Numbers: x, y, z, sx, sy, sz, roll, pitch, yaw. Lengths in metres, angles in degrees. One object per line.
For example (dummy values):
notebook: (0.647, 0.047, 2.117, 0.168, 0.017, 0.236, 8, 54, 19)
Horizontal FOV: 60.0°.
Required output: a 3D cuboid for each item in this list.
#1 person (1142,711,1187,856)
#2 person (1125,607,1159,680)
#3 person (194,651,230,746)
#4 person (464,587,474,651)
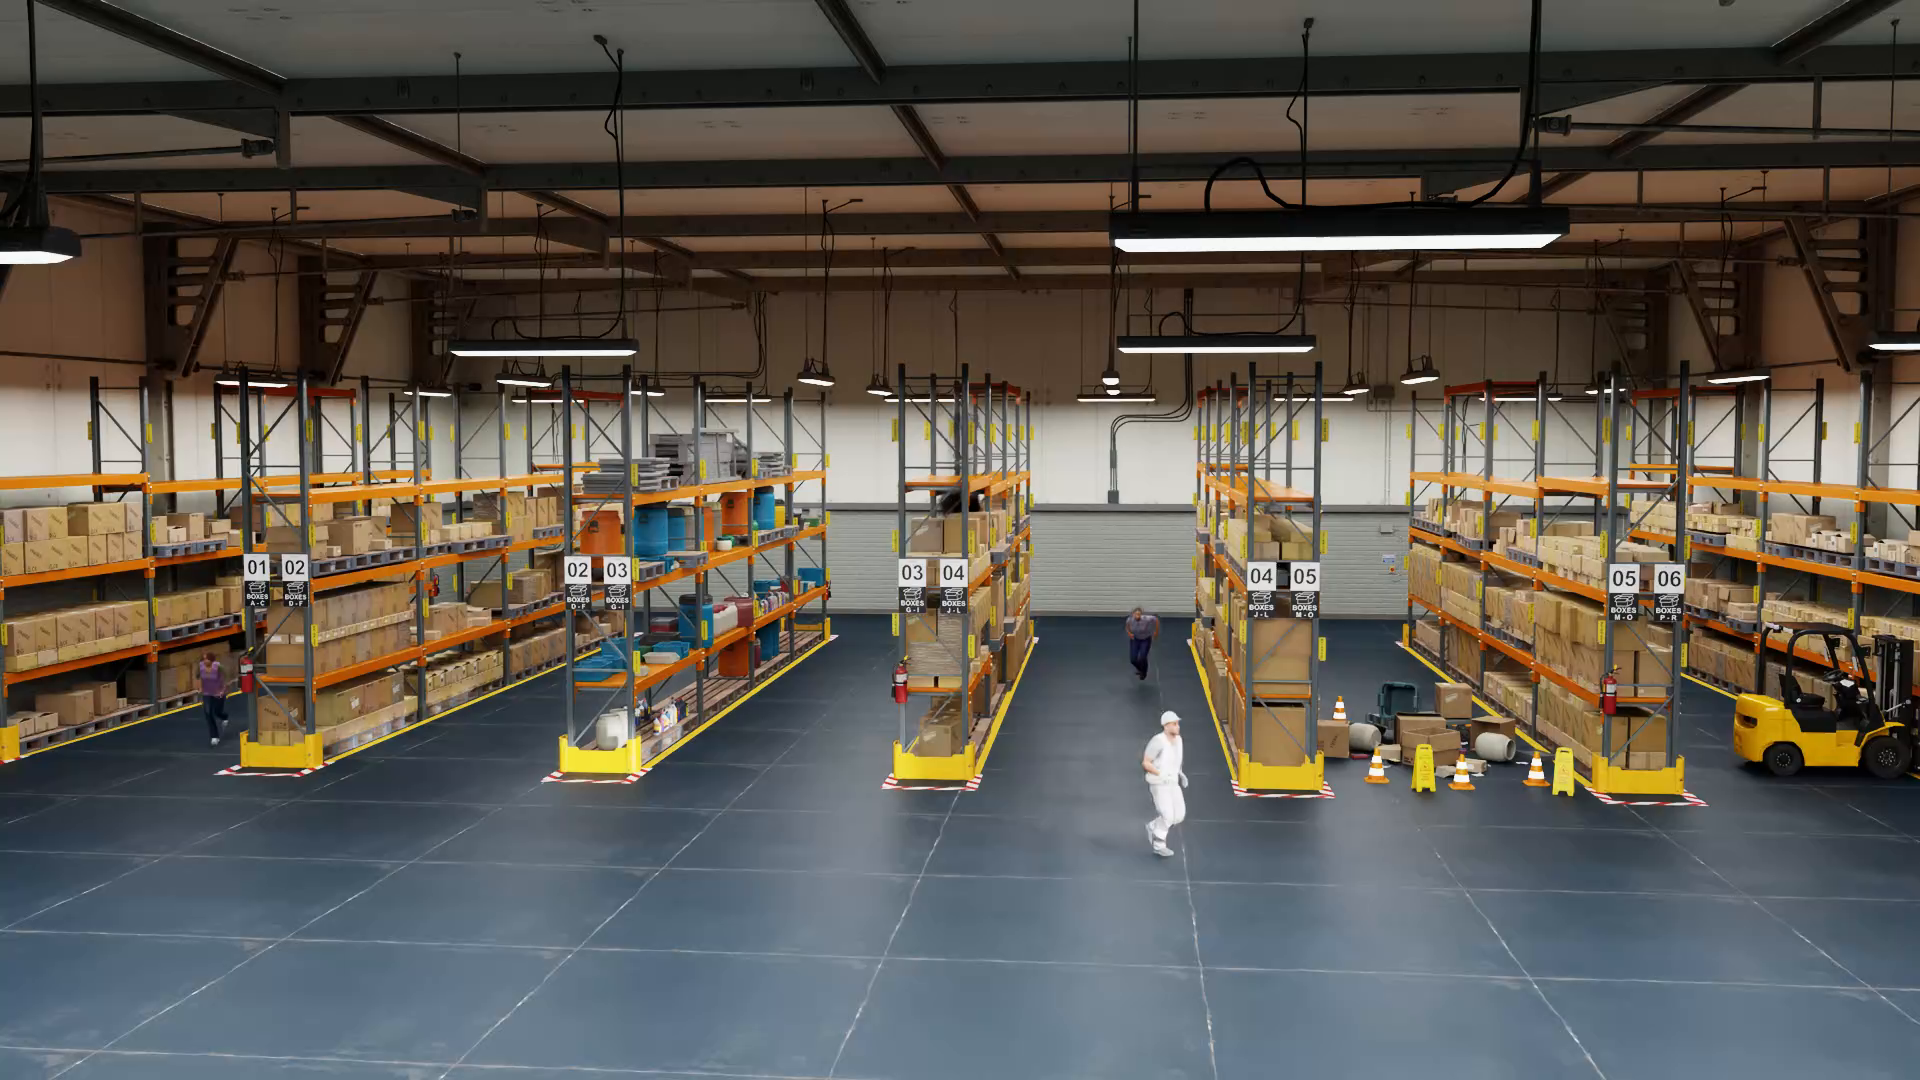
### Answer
person: (2.408, 2.868, 19.649, 0.674, 1.726, 0.685, -3, 5, -42)
person: (3.542, 2.029, 32.303, 0.637, 1.465, 0.813, 1, 4, 17)
person: (-12.109, 2.527, 27.021, 0.546, 1.548, 0.859, 0, 4, -3)
person: (-10.659, 1.846, 36.696, 0.690, 1.680, 1.000, 1, 4, 12)
